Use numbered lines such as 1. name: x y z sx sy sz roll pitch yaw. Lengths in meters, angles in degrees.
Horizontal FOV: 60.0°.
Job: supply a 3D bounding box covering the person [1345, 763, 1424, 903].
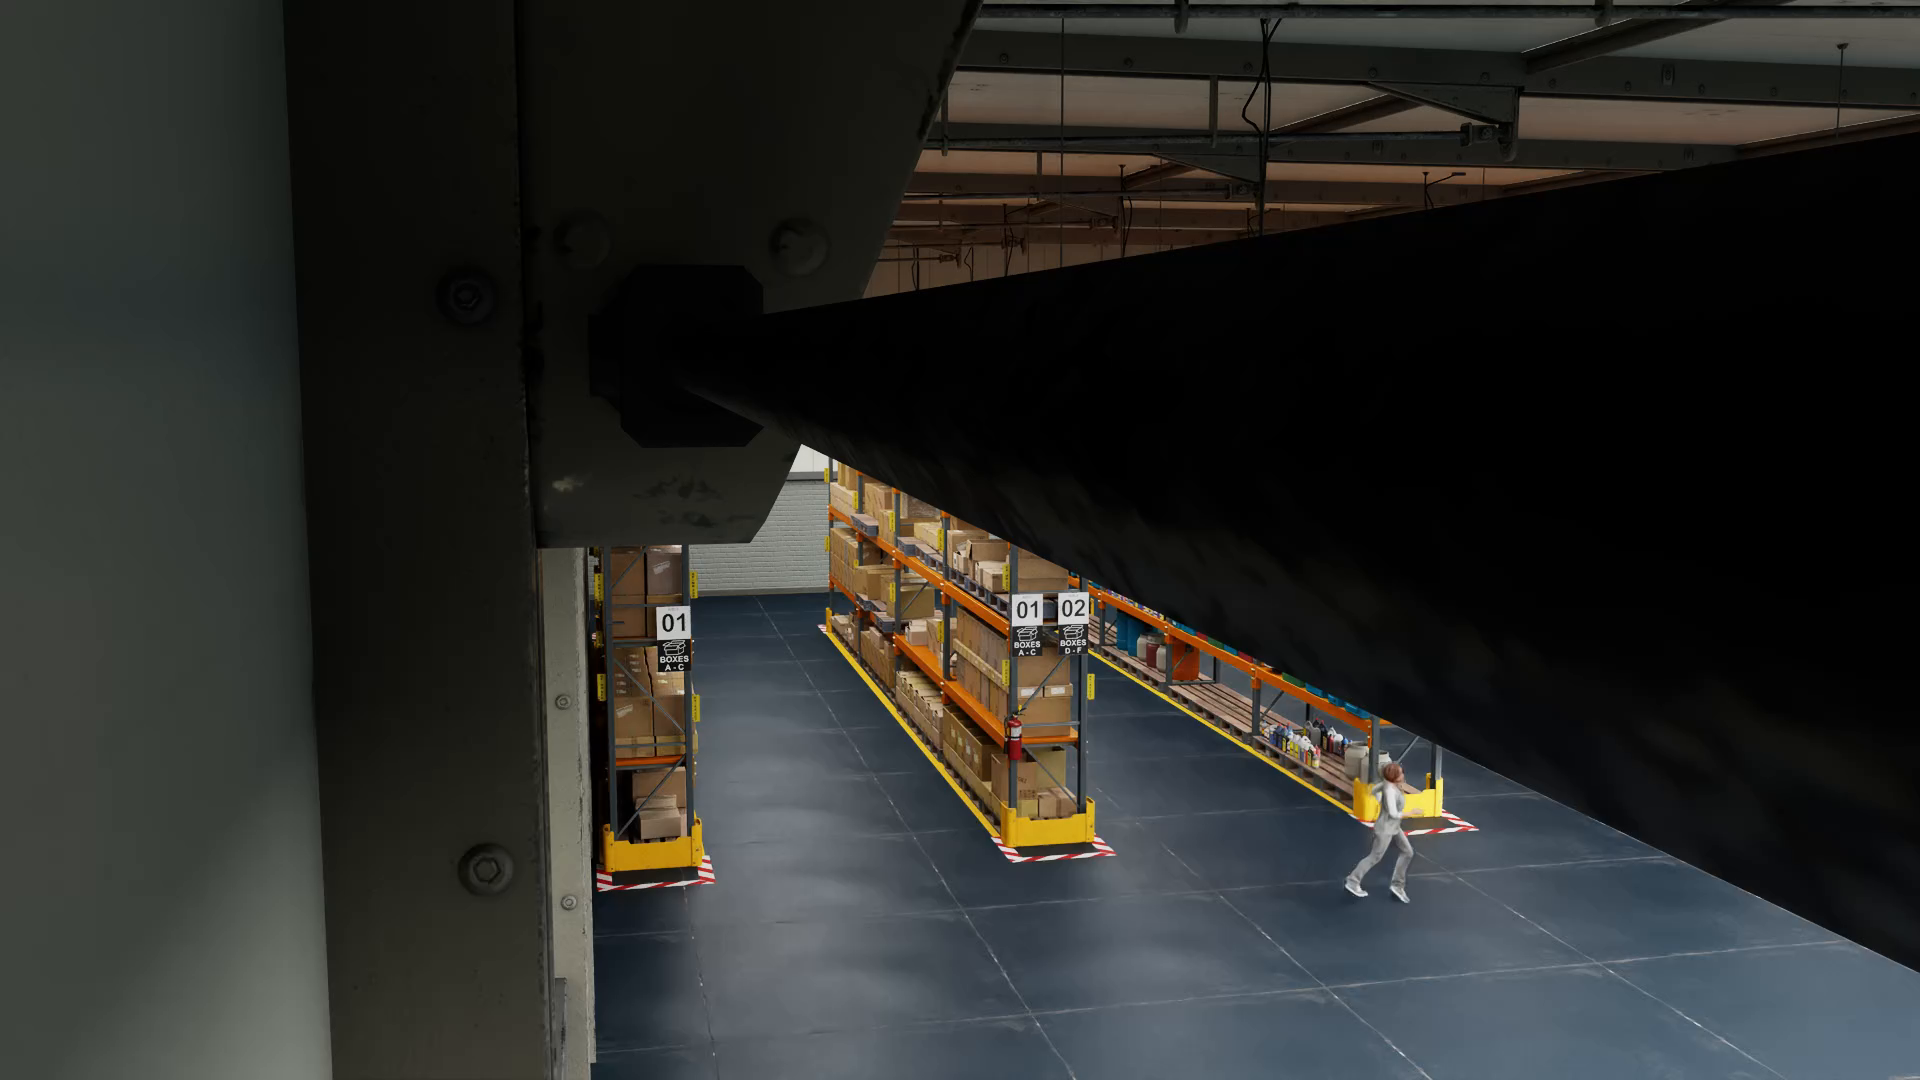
1. person: 4.818 3.310 18.843 0.836 1.625 0.546 3 7 20
